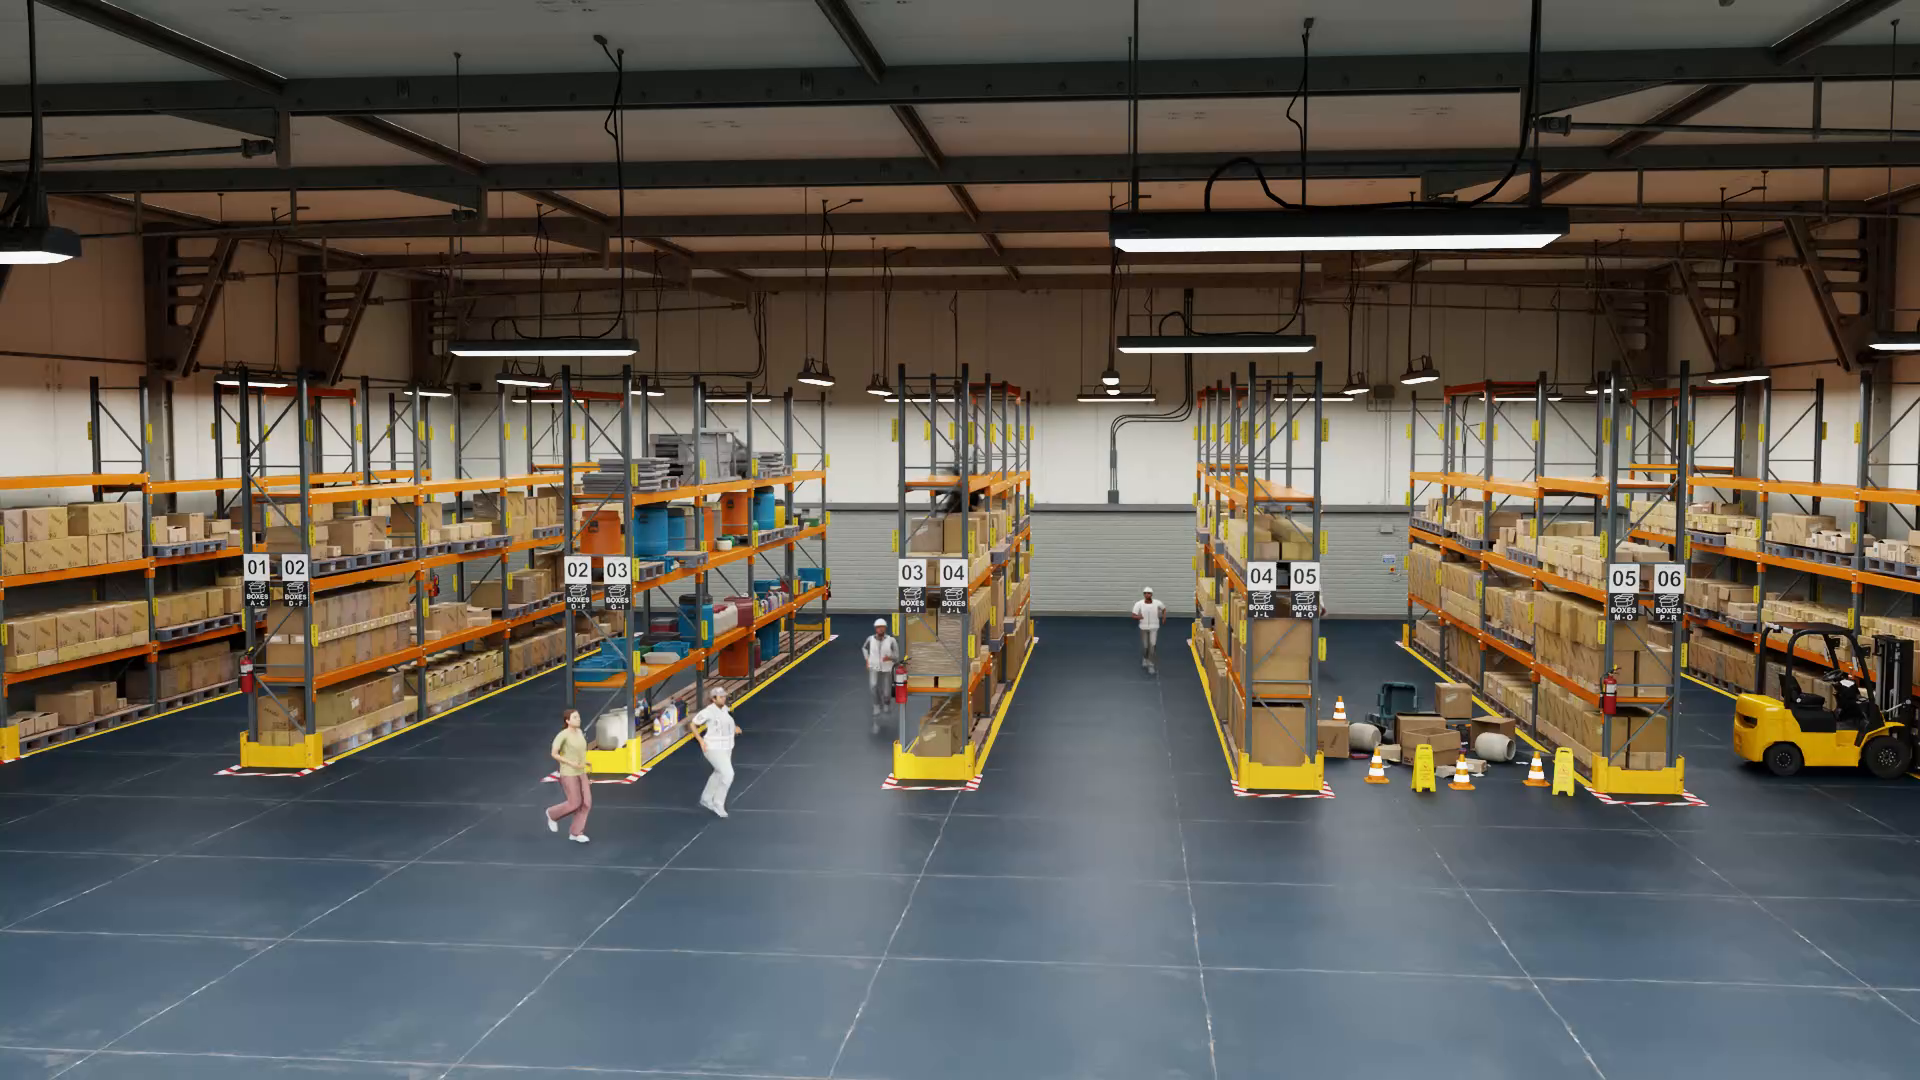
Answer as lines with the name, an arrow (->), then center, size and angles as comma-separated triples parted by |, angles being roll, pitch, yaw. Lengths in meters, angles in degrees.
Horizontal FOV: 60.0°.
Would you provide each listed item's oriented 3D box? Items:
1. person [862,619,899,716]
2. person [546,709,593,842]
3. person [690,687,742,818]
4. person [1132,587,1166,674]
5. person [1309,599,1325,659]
person -> -1.344, 2.158, 28.353 | 0.664, 1.641, 0.861 | 0, 4, 0
person -> -4.793, 2.874, 20.437 | 0.626, 1.628, 0.580 | 2, 4, 28
person -> -3.165, 2.786, 21.820 | 0.716, 1.702, 0.574 | 2, 4, 26
person -> 3.971, 1.872, 34.940 | 0.707, 1.768, 0.969 | 1, 4, 9
person -> 7.609, 1.804, 36.319 | 0.690, 1.740, 0.747 | 0, 4, -4
